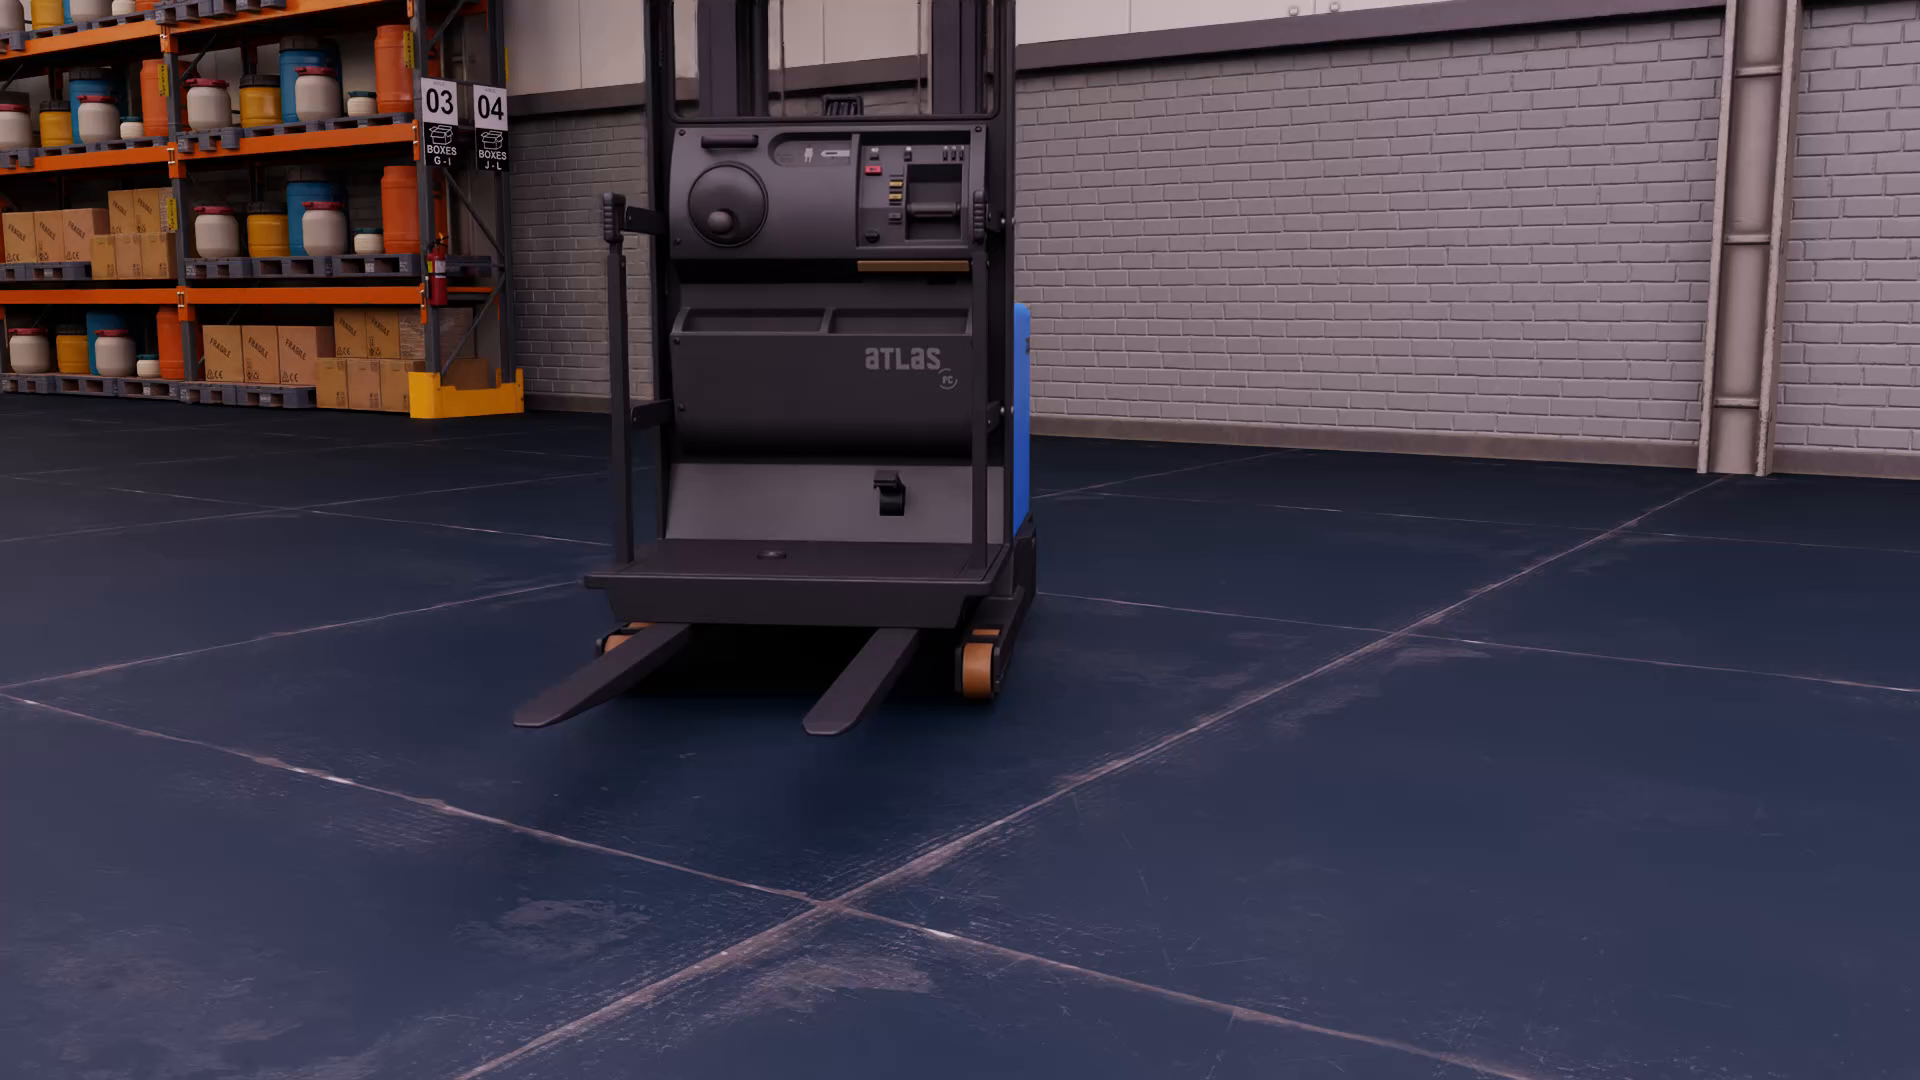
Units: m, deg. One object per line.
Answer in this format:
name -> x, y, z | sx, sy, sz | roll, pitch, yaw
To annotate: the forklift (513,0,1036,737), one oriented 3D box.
forklift -> -0.410, -1.062, 4.660 | 1.130, 2.935, 3.031 | 1, 8, 6
